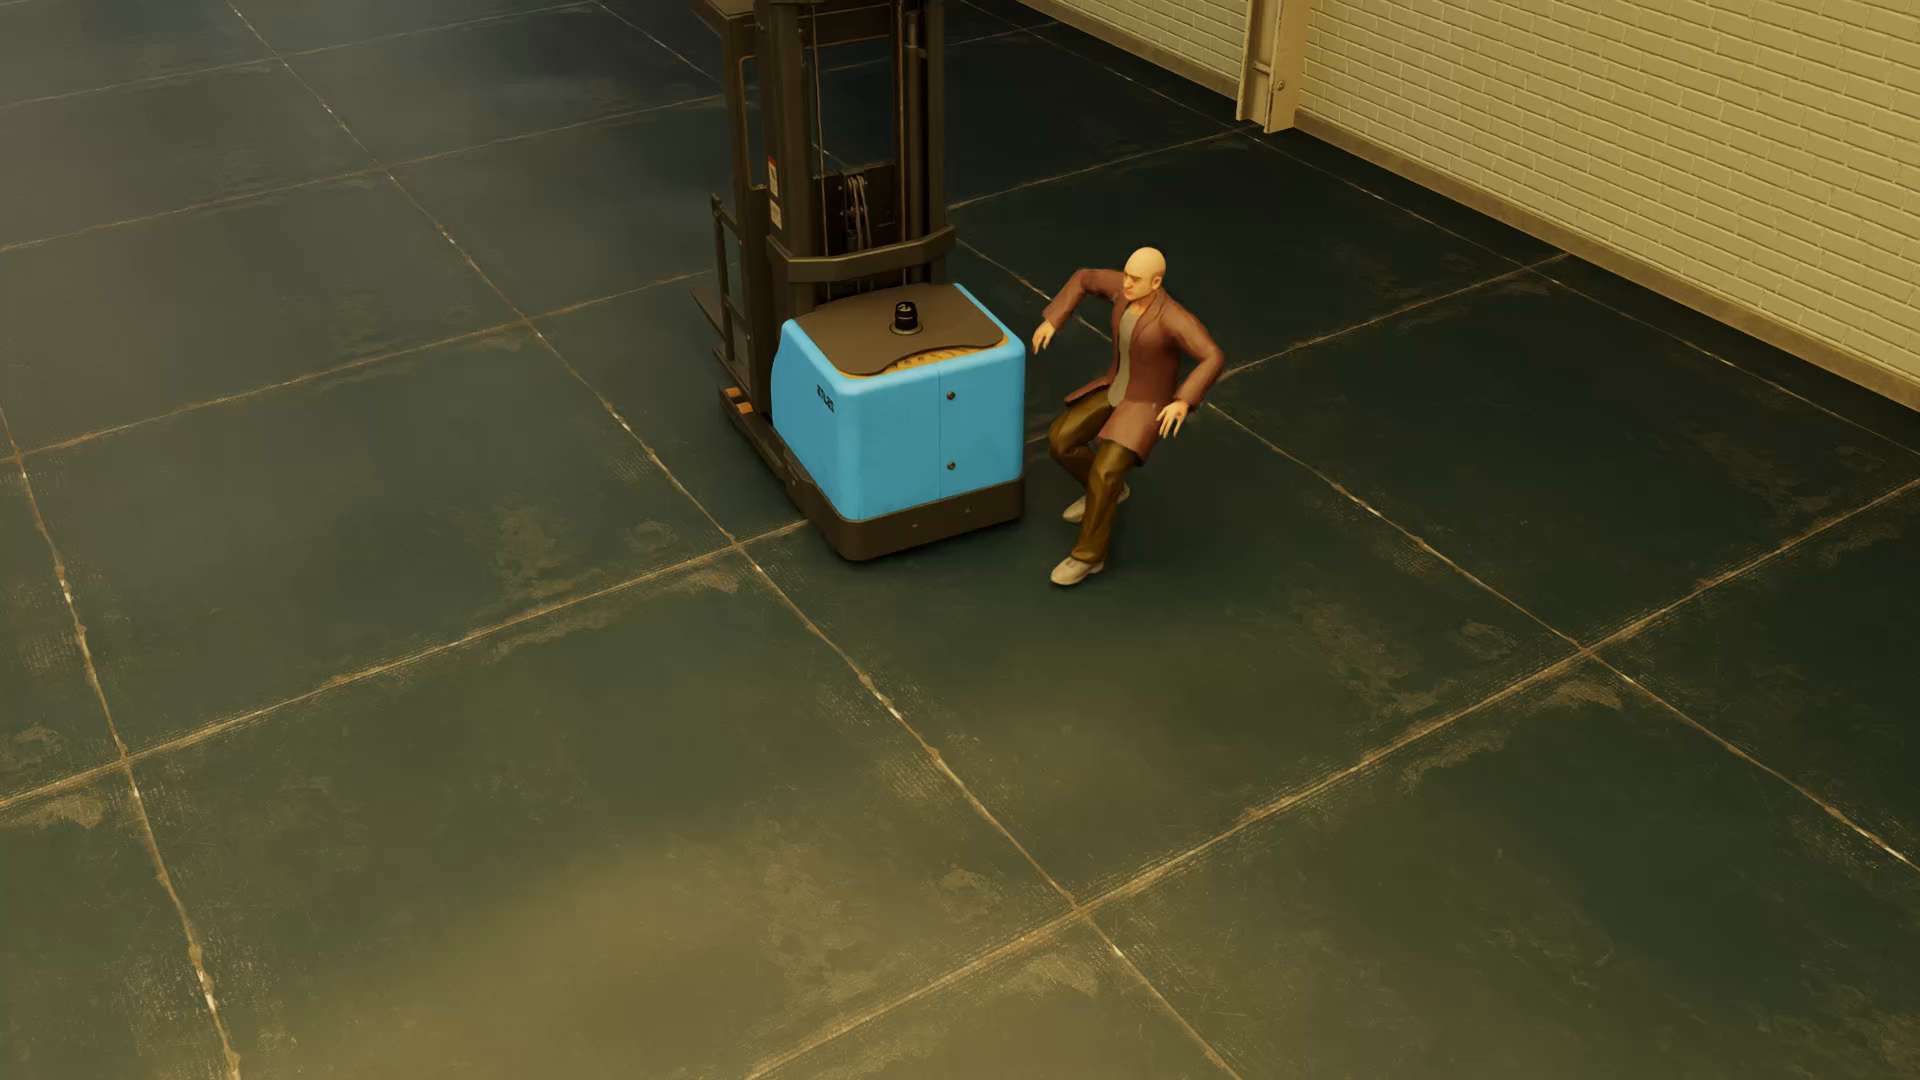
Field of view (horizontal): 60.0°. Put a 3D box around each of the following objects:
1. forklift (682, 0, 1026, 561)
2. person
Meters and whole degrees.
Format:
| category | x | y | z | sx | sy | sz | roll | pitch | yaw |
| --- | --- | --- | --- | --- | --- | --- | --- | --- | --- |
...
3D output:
| category | x | y | z | sx | sy | sz | roll | pitch | yaw |
| --- | --- | --- | --- | --- | --- | --- | --- | --- | --- |
| forklift | -0.755 | -1.928 | 8.892 | 1.130 | 2.935 | 3.031 | -16 | 38 | -21 |
| person | 0.702 | -0.634 | 8.200 | 0.854 | 1.612 | 1.125 | -21 | 40 | -27 |
